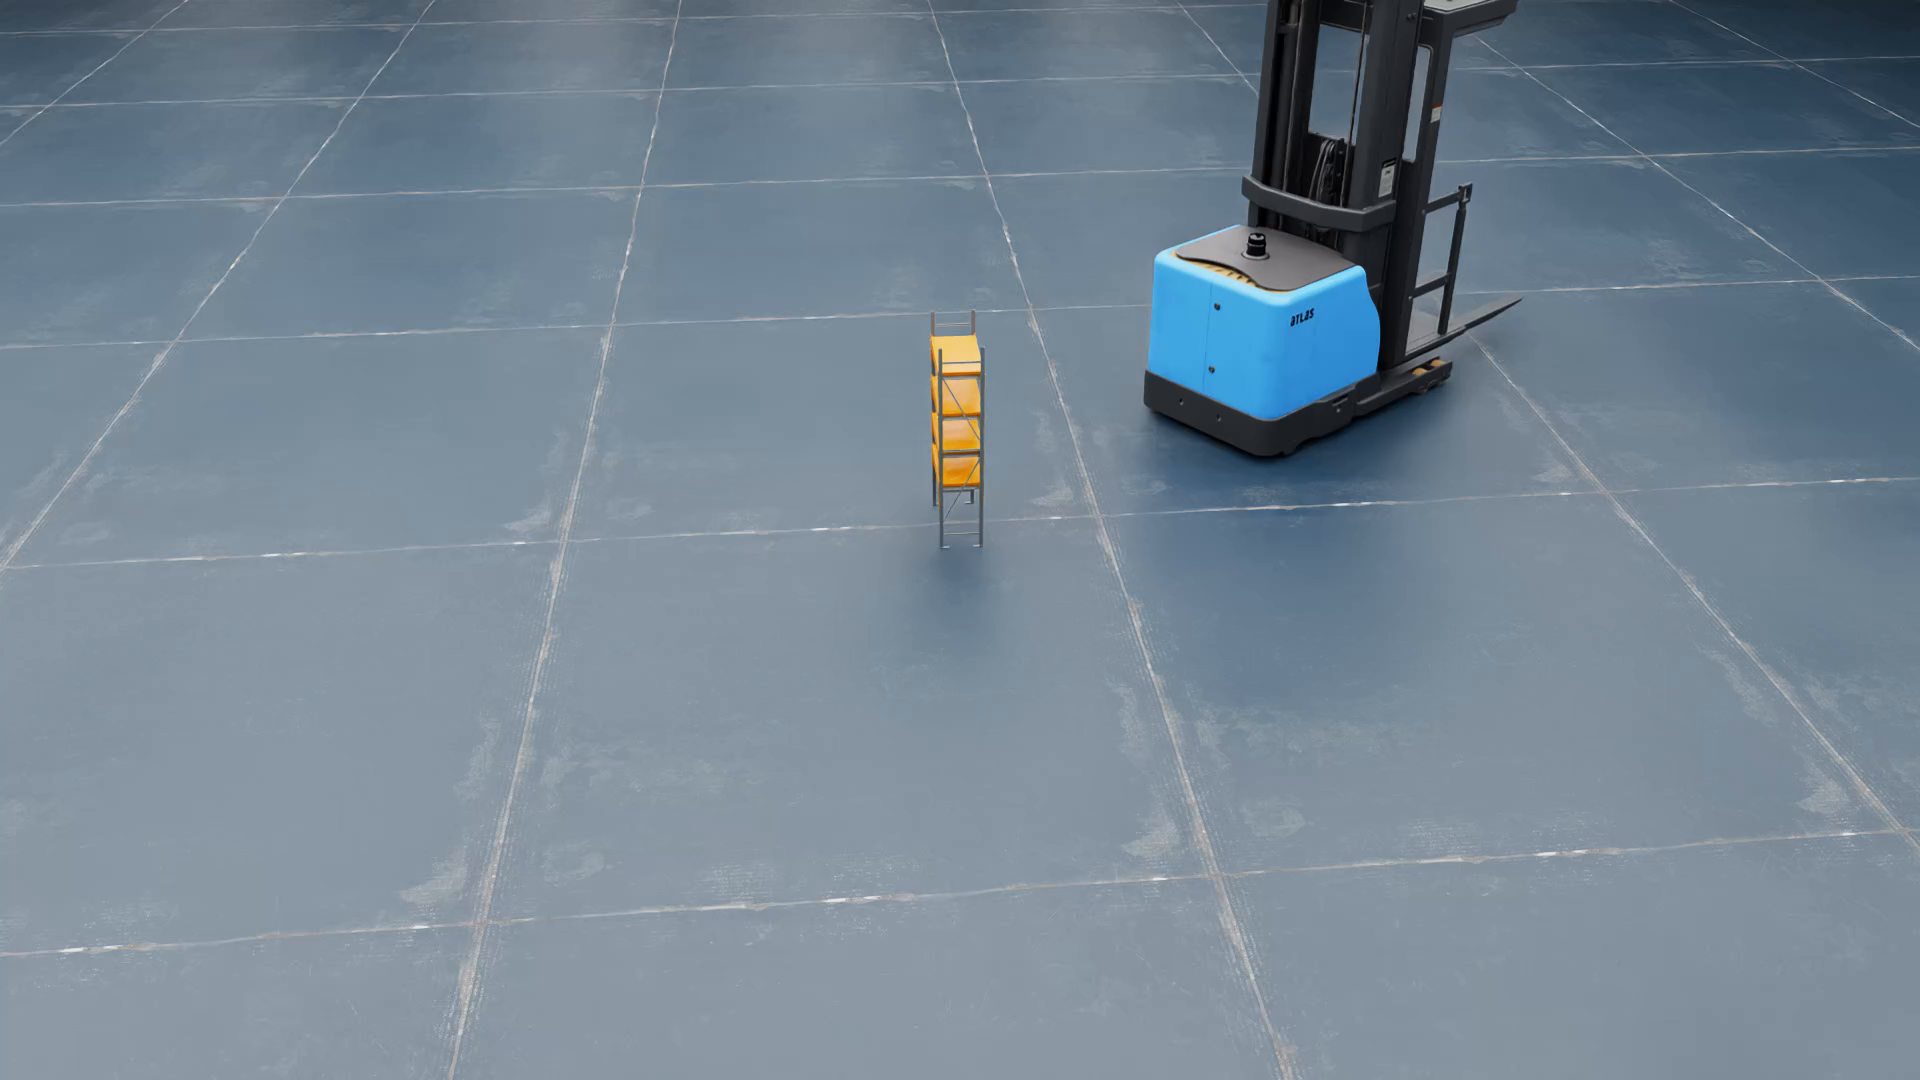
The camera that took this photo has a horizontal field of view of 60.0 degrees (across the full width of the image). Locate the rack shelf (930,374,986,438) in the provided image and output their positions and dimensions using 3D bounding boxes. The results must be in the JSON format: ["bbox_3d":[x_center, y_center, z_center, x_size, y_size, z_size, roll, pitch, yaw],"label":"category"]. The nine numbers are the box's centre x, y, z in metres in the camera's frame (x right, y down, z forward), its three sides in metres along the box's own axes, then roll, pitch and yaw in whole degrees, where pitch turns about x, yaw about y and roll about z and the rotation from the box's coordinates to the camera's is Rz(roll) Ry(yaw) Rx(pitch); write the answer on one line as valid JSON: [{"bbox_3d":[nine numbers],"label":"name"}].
[{"bbox_3d":[-0.015,-0.734,9.004,0.258,0.148,0.480,-3,31,-5],"label":"rack shelf"}]

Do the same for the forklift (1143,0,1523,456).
[{"bbox_3d":[2.604,-2.390,10.394,3.031,2.935,1.130,-24,39,-35],"label":"forklift"}]

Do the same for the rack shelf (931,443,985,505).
[{"bbox_3d":[-0.015,-0.371,9.220,0.258,0.148,0.480,-3,31,-5],"label":"rack shelf"}]

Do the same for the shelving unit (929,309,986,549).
[{"bbox_3d":[-0.015,-0.600,9.084,0.258,1.200,0.503,-3,31,-5],"label":"shelving unit"}]

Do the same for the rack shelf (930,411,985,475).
[{"bbox_3d":[-0.015,-0.542,9.118,0.258,0.148,0.480,-3,31,-5],"label":"rack shelf"}]

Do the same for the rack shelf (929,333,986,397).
[{"bbox_3d":[-0.015,-0.937,8.882,0.258,0.148,0.480,-3,31,-5],"label":"rack shelf"}]

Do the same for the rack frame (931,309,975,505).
[{"bbox_3d":[-0.038,-0.724,9.292,0.240,1.200,0.015,-3,31,-5],"label":"rack frame"}]

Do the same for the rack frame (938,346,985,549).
[{"bbox_3d":[0.007,-0.475,8.875,0.240,1.200,0.015,-3,31,-5],"label":"rack frame"}]
